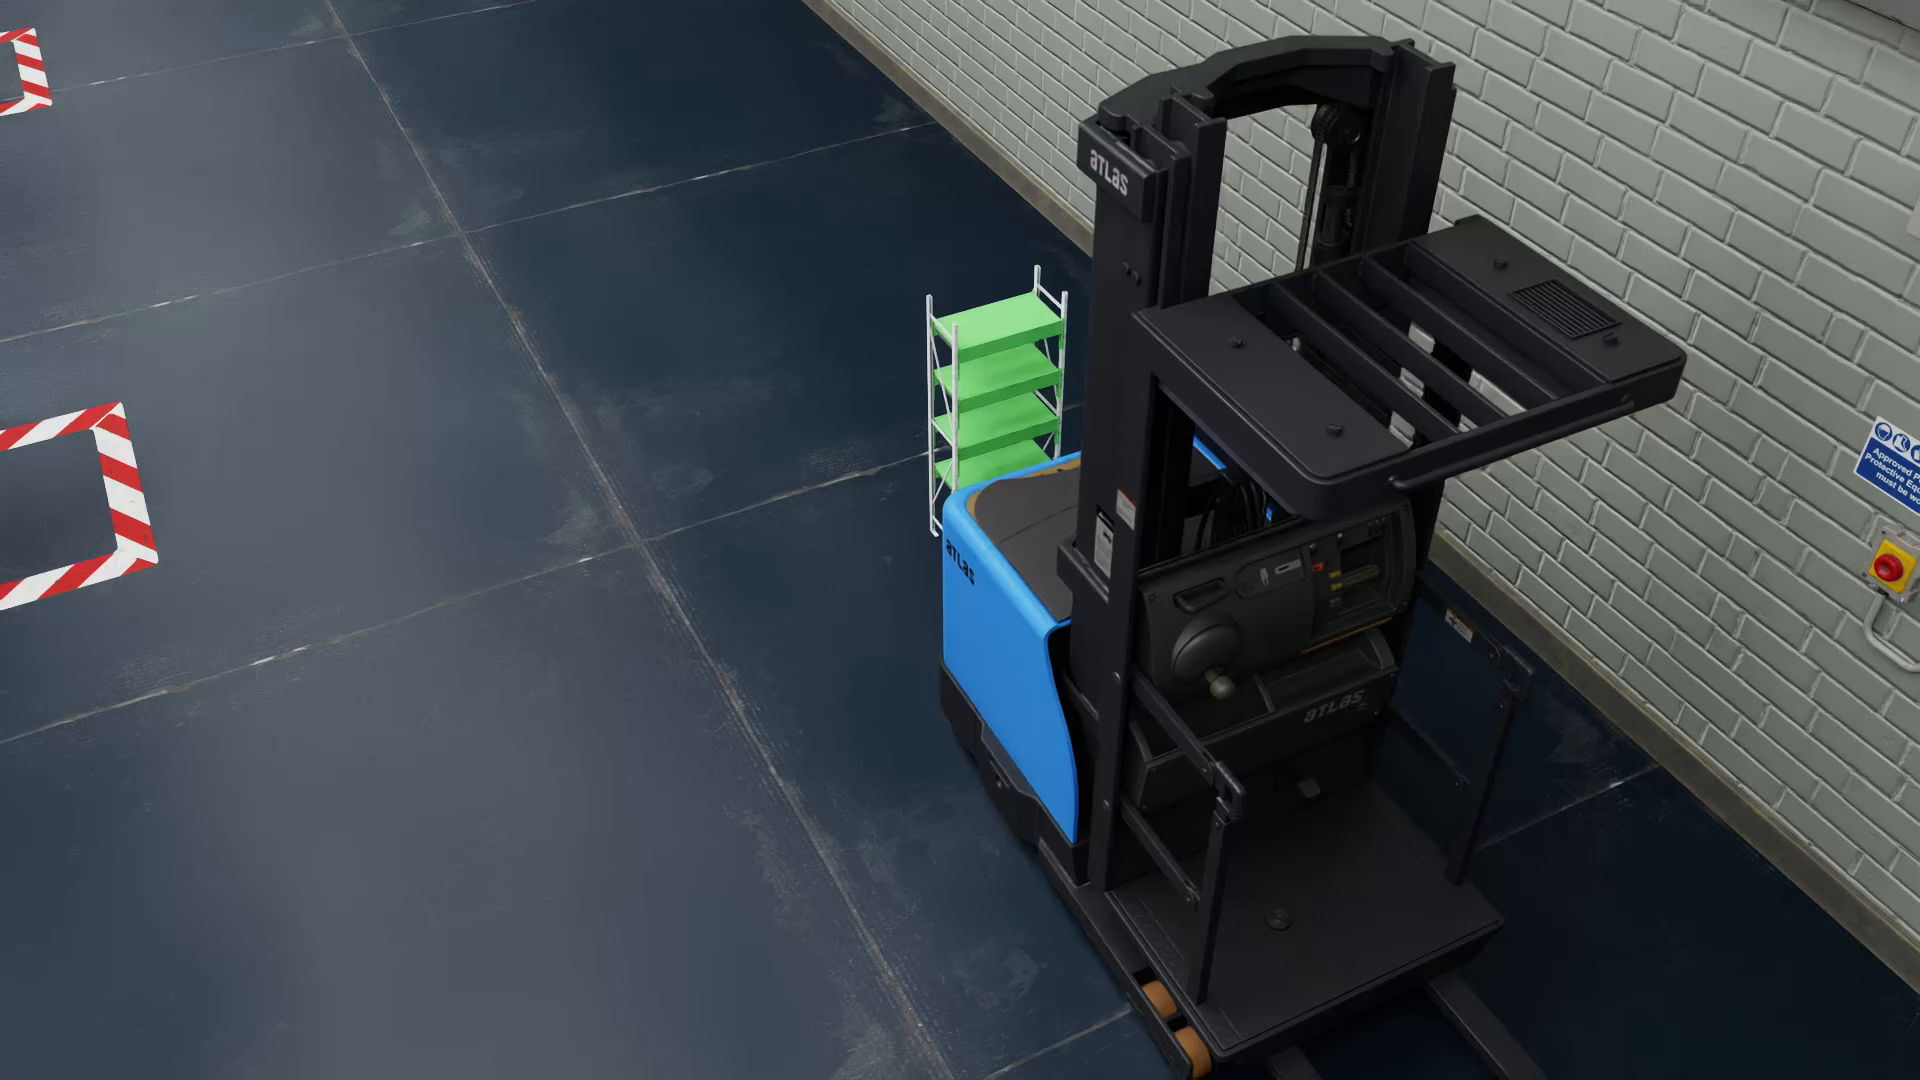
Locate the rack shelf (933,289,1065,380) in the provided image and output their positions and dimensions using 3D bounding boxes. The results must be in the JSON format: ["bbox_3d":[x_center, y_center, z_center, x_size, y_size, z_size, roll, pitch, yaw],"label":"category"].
[{"bbox_3d":[0.147,-0.825,6.652,0.480,0.148,0.258,-19,44,-21],"label":"rack shelf"}]

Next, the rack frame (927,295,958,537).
[{"bbox_3d":[-0.070,-0.435,6.835,0.015,1.200,0.240,-19,44,-21],"label":"rack frame"}]

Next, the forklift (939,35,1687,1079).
[{"bbox_3d":[1.037,0.249,4.688,1.130,2.935,3.031,-18,43,-20],"label":"forklift"}]

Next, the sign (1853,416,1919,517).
[{"bbox_3d":[2.832,-0.198,4.953,0.001,0.218,0.327,-19,44,-21],"label":"sign"}]

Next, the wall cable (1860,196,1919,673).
[{"bbox_3d":[2.800,-0.449,4.648,0.123,1.953,0.585,-19,44,-21],"label":"wall cable"}]

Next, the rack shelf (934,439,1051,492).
[{"bbox_3d":[0.147,-0.275,7.117,0.480,0.148,0.258,-19,44,-21],"label":"rack shelf"}]

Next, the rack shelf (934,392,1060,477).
[{"bbox_3d":[0.147,-0.459,6.962,0.480,0.148,0.258,-19,44,-21],"label":"rack shelf"}]

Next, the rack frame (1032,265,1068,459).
[{"bbox_3d":[0.363,-0.580,7.007,0.015,1.200,0.240,-19,44,-21],"label":"rack frame"}]

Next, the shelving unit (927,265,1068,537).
[{"bbox_3d":[0.147,-0.507,6.921,0.503,1.200,0.258,-19,44,-21],"label":"shelving unit"}]

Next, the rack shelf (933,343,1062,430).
[{"bbox_3d":[0.147,-0.642,6.807,0.480,0.148,0.258,-19,44,-21],"label":"rack shelf"}]
